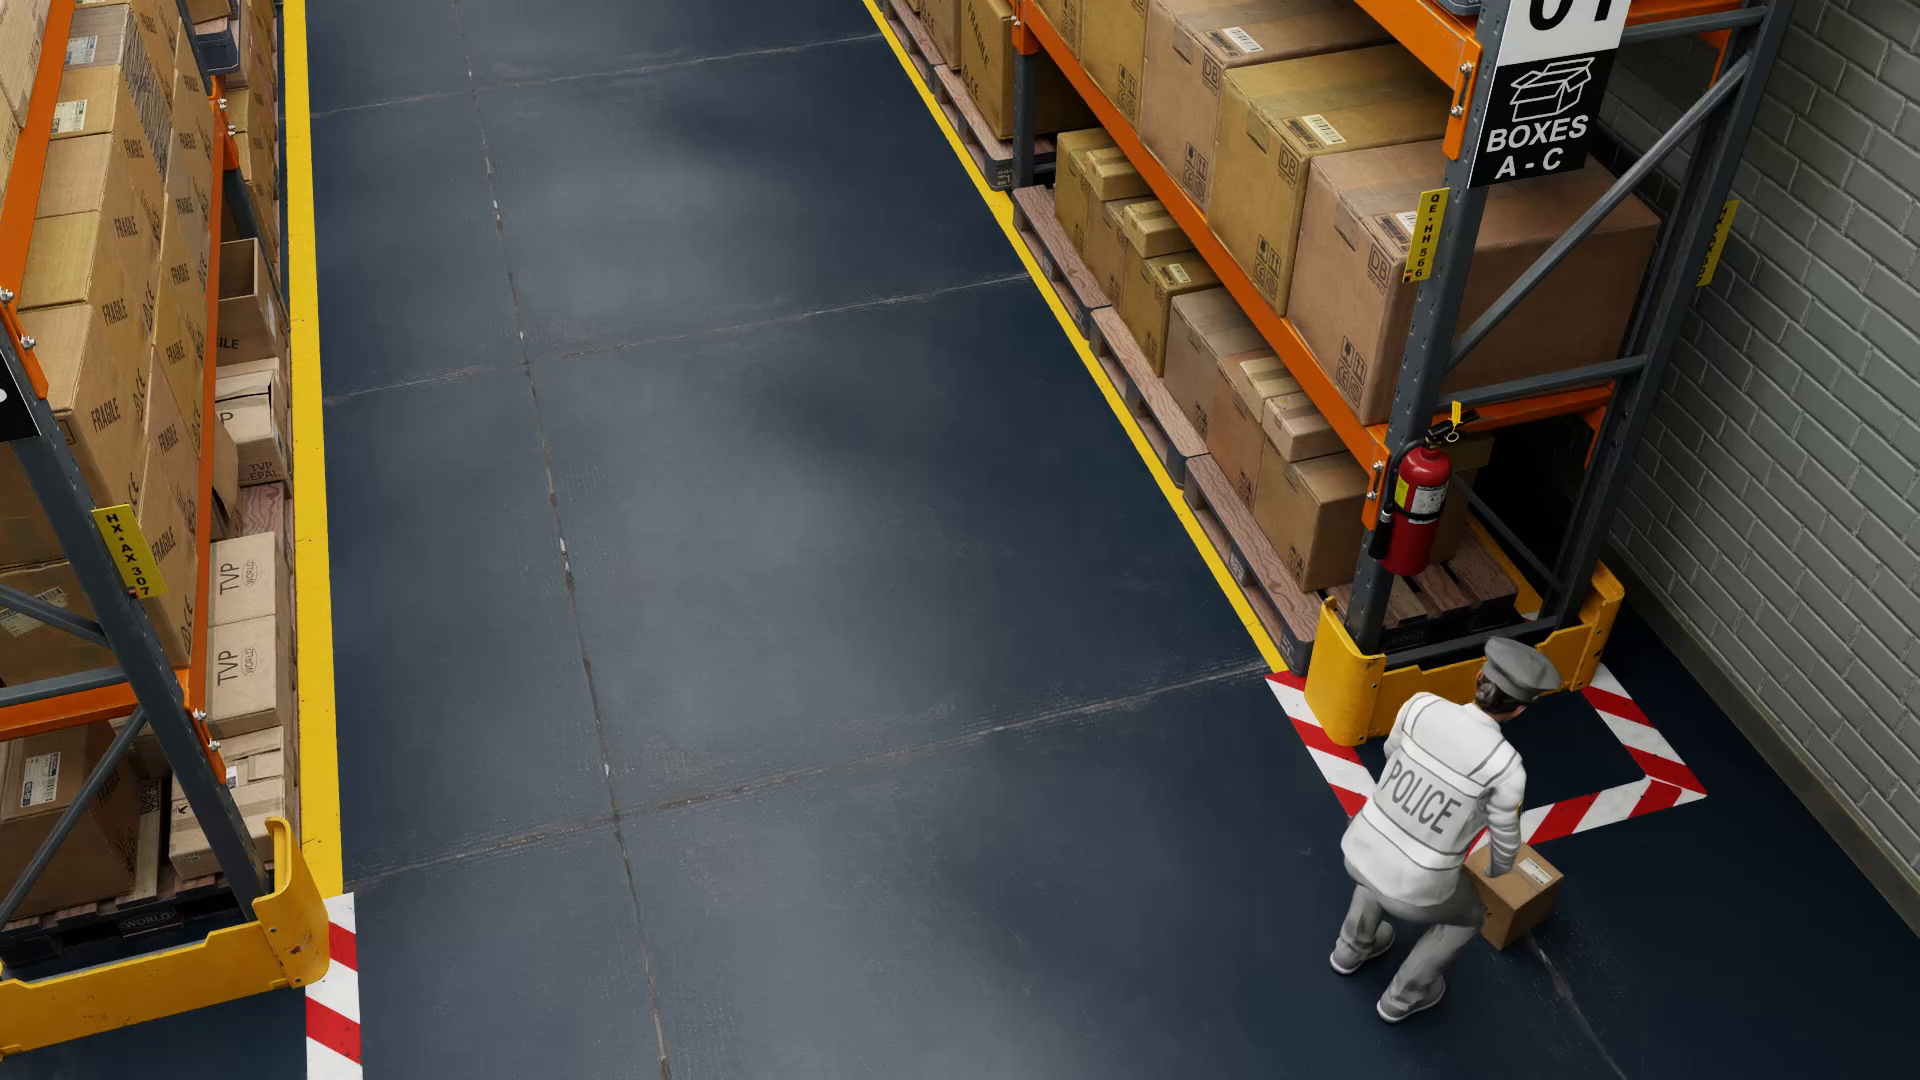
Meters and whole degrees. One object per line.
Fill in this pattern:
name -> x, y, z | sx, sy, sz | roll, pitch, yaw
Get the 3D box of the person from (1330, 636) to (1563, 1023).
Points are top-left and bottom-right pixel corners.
person -> 1.503, 0.938, 5.317 | 0.674, 1.429, 0.534 | -25, 48, -25
